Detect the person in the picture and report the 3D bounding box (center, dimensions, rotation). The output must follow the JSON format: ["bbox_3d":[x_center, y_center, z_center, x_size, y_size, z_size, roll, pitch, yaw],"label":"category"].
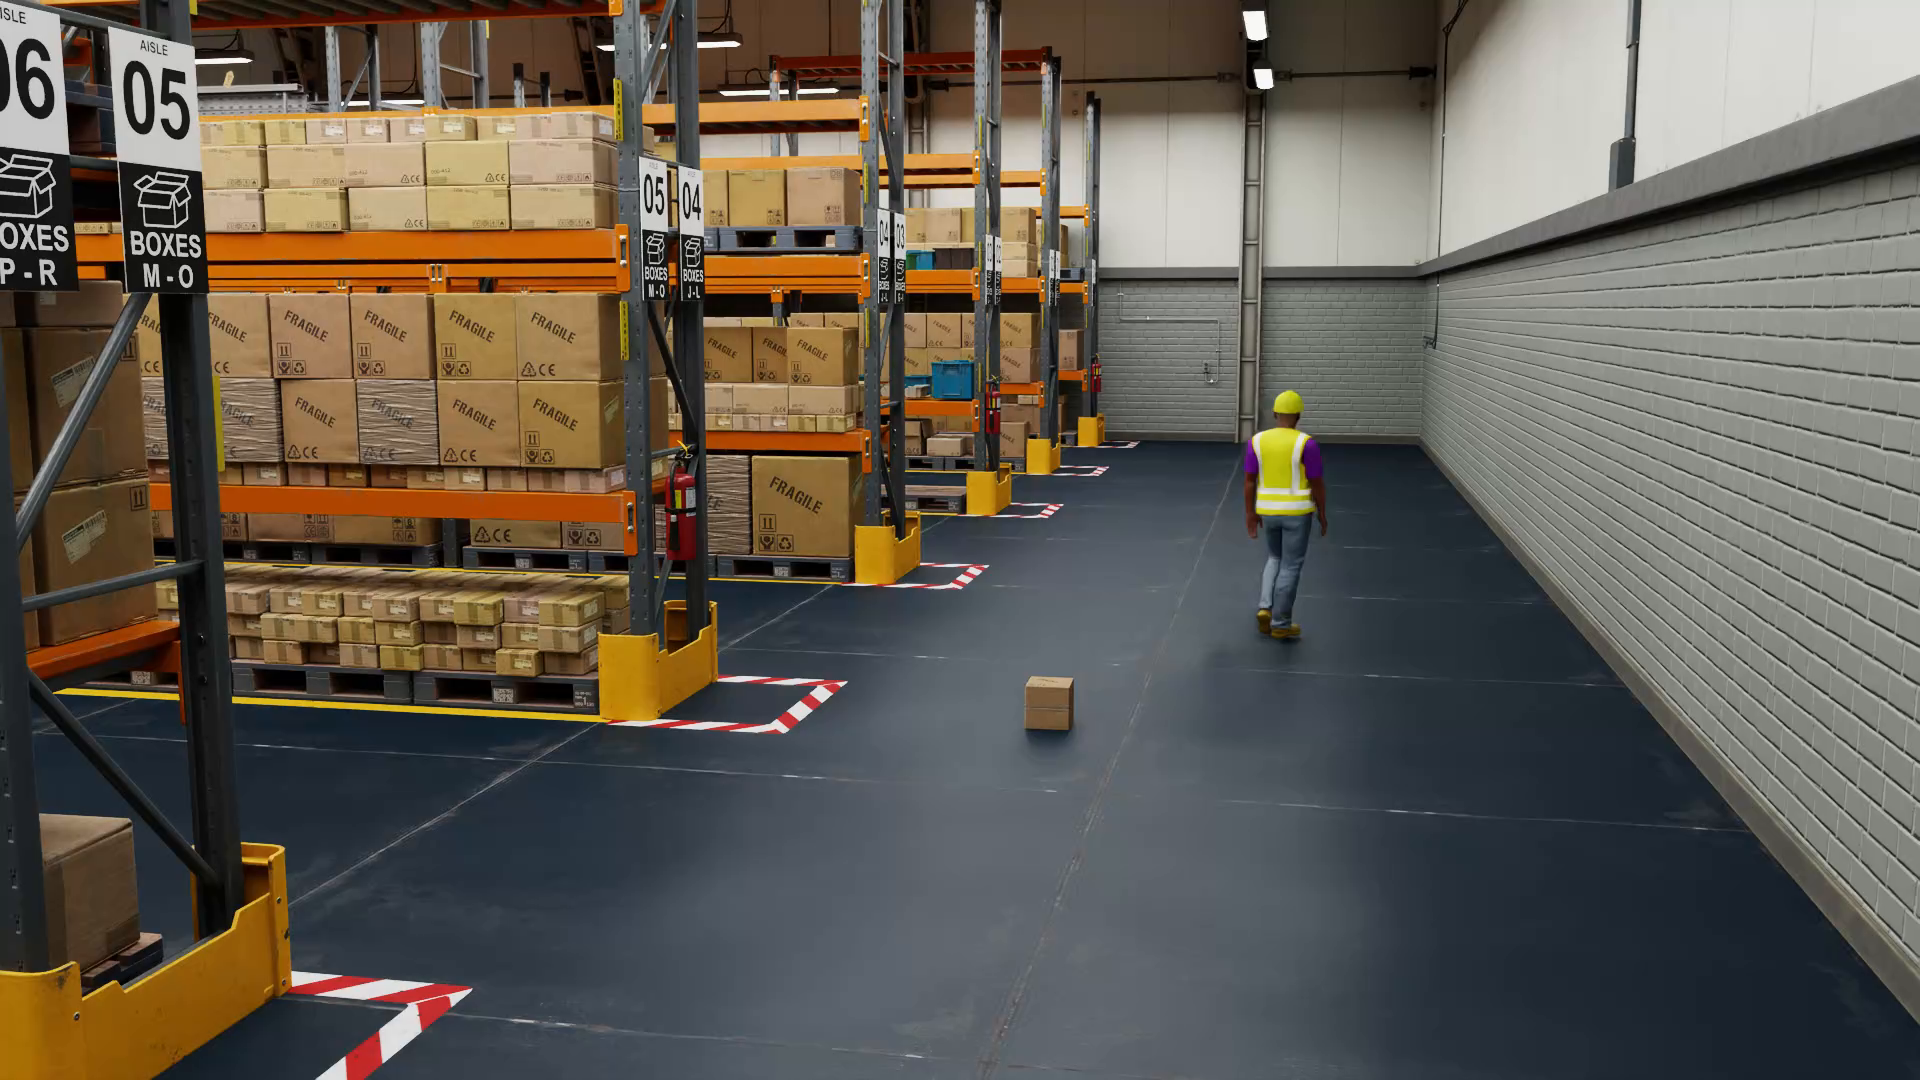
[{"bbox_3d":[2.356,-0.171,11.919,0.566,1.799,0.468,6,10,39],"label":"person"}]
